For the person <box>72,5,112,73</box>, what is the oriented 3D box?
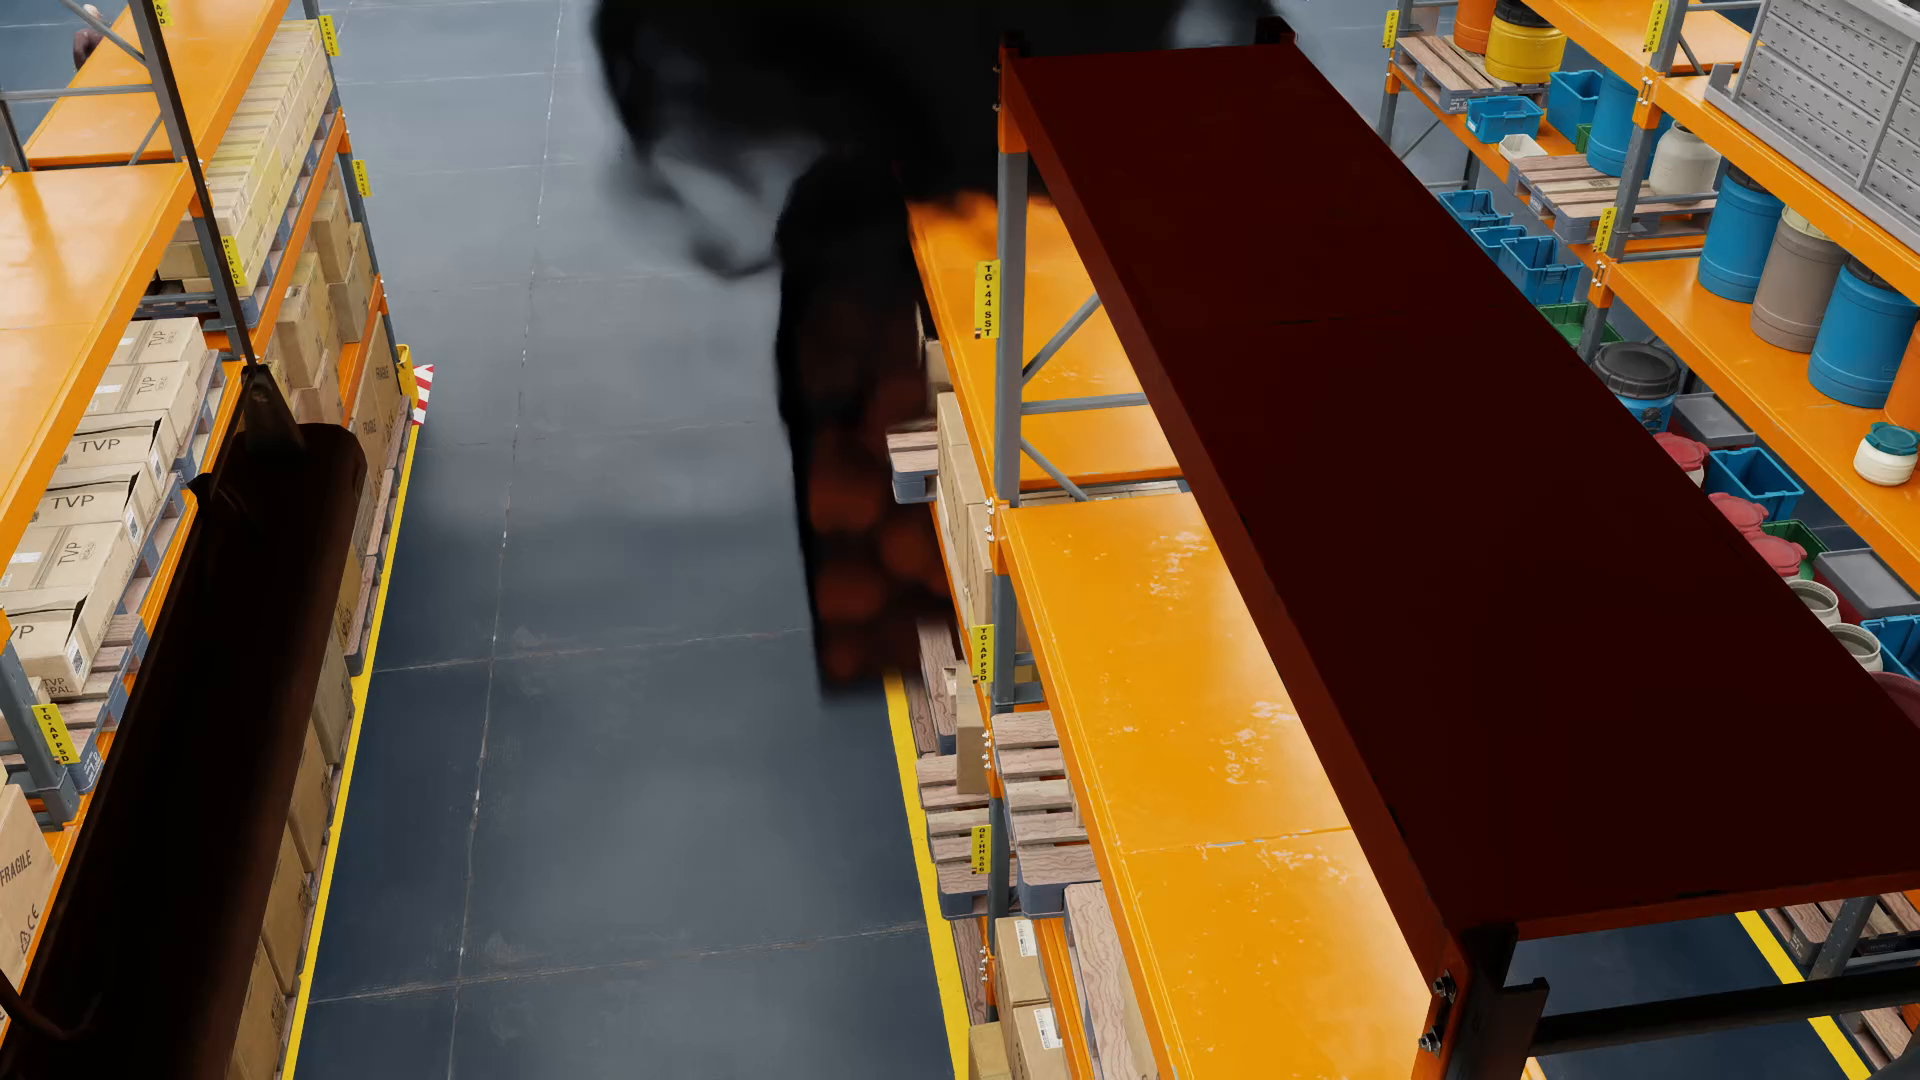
[{"bbox_3d":[-9.830,-5.283,19.164,0.793,1.726,0.759,27,44,31],"label":"person"}]
